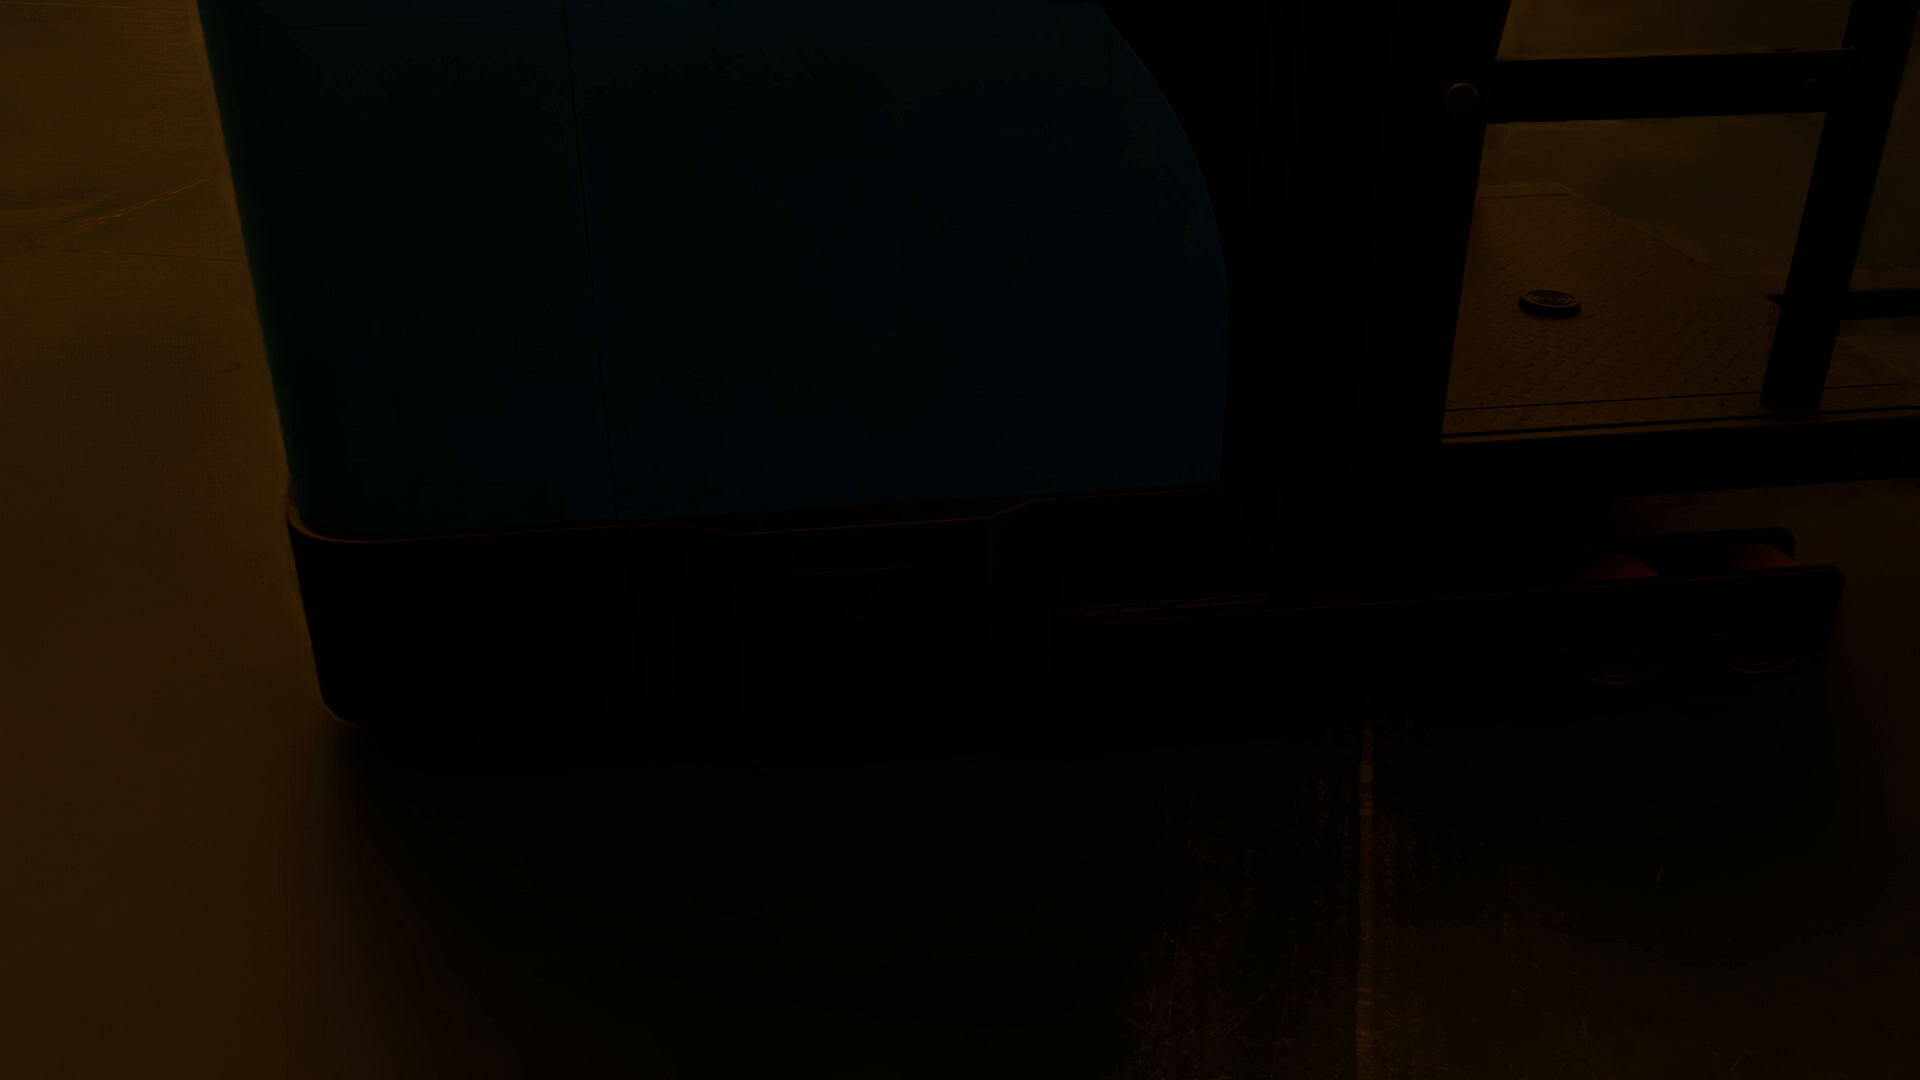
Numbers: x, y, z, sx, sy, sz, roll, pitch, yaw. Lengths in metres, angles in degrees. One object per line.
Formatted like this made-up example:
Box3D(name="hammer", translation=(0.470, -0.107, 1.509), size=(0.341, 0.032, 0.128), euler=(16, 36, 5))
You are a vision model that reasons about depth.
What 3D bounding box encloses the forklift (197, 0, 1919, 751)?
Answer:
Box3D(name="forklift", translation=(0.676, -1.354, 1.930), size=(3.031, 2.935, 1.130), euler=(-4, 27, -7))
